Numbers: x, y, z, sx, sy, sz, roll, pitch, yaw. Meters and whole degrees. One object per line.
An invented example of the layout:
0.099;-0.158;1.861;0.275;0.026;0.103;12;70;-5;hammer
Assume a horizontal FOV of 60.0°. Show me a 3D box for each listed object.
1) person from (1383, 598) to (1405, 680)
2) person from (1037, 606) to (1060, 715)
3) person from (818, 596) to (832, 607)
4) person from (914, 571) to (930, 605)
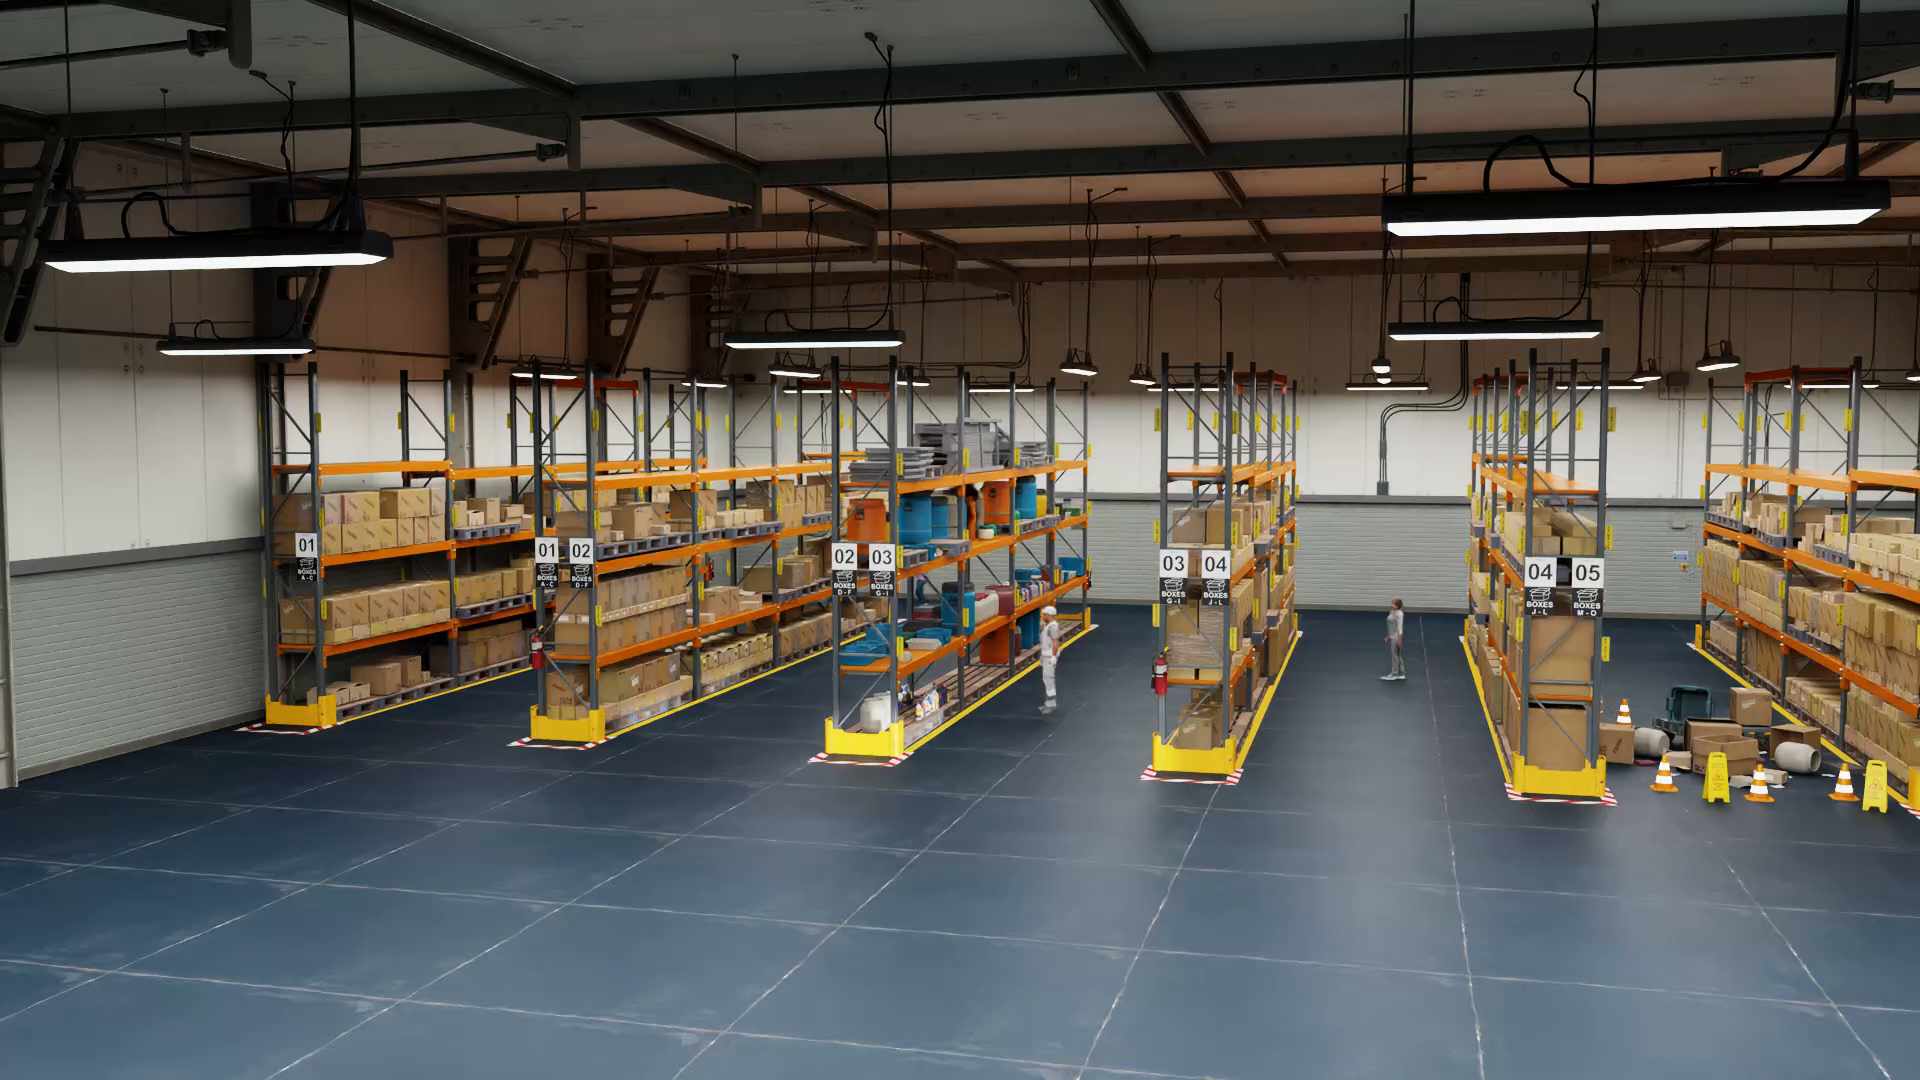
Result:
8.472;1.929;32.454;0.437;1.577;0.418;1;4;8;person
1.520;2.054;28.642;0.377;1.826;0.619;0;4;-4;person
-3.480;1.066;43.194;0.497;1.753;0.579;1;4;12;person
-1.053;1.091;44.191;0.467;1.621;0.409;-2;5;-30;person
